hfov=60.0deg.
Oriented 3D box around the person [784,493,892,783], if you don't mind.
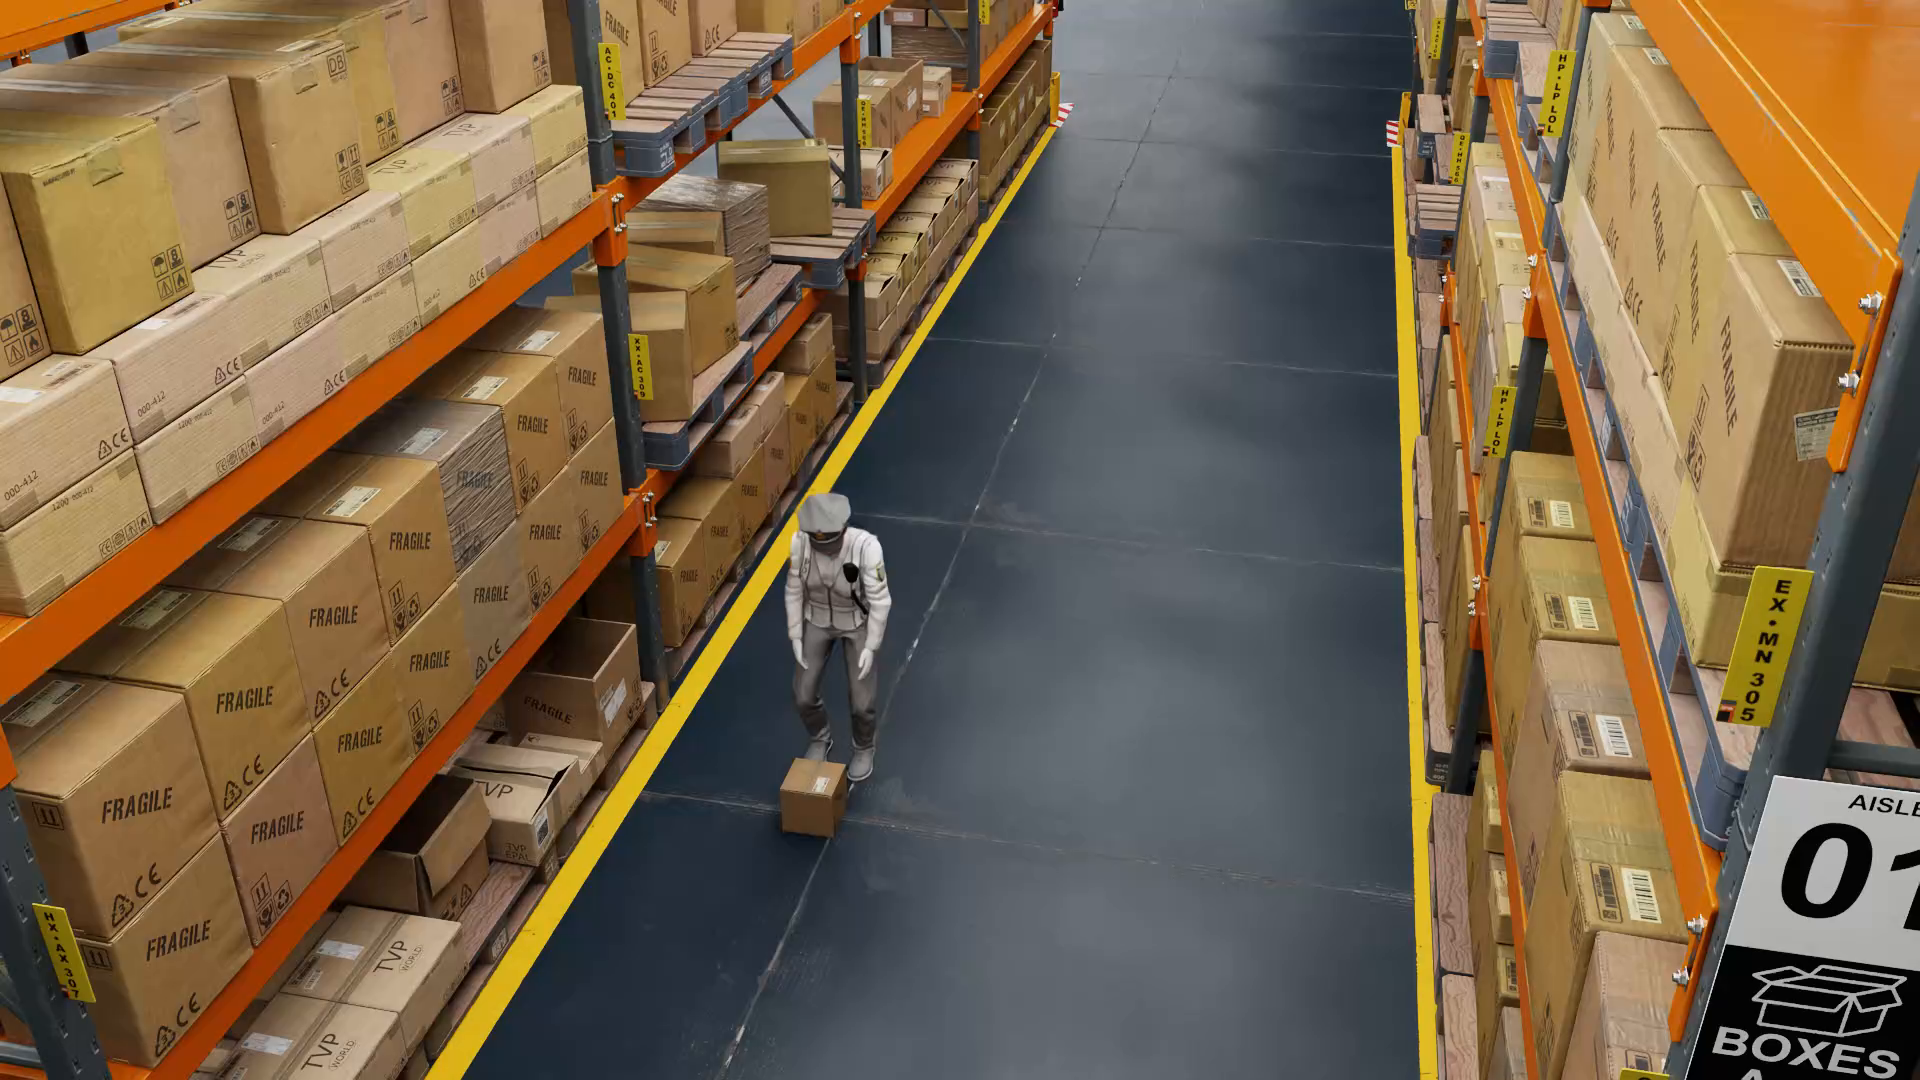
[{"bbox_3d":[-0.575,0.450,7.924,0.520,1.555,0.548,6,30,12],"label":"person"}]
